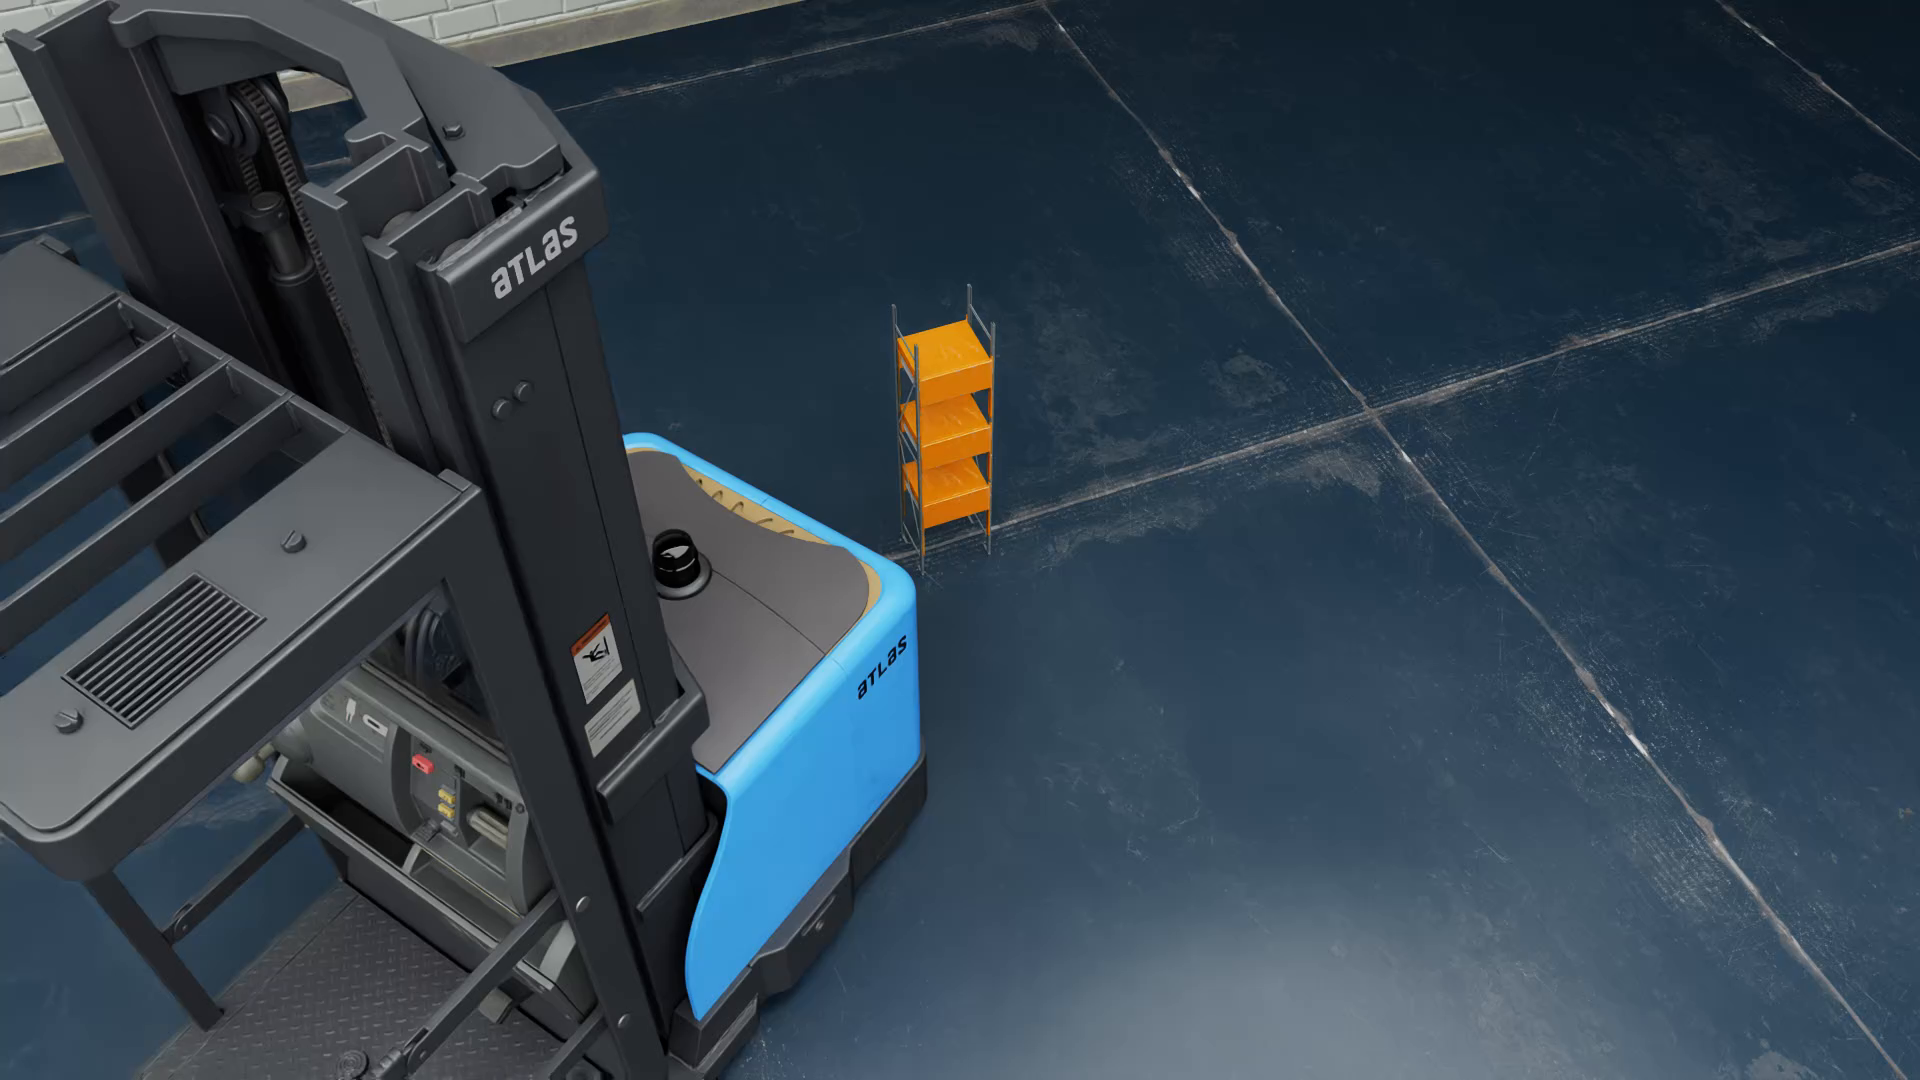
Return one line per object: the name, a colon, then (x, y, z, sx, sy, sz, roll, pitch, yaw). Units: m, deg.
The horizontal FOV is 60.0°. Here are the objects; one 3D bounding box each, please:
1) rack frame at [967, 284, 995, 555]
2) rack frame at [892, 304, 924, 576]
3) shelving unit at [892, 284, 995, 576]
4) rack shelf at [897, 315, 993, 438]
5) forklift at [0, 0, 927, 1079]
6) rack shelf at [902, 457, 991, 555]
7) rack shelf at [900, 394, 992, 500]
rack frame: (0.063, -0.362, 5.369, 0.008, 1.050, 0.200, -17, 52, -14)
rack frame: (-0.162, -0.292, 5.308, 0.008, 1.050, 0.200, -17, 52, -14)
shelving unit: (-0.050, -0.327, 5.339, 0.252, 1.050, 0.215, -17, 52, -14)
rack shelf: (-0.050, -0.505, 5.131, 0.240, 0.259, 0.215, -17, 52, -14)
forklift: (-1.349, 0.548, 3.347, 1.130, 2.935, 3.031, 28, 55, 22)
rack shelf: (-0.050, -0.139, 5.557, 0.240, 0.259, 0.215, -17, 52, -14)
rack shelf: (-0.050, -0.320, 5.347, 0.240, 0.259, 0.215, -17, 52, -14)
